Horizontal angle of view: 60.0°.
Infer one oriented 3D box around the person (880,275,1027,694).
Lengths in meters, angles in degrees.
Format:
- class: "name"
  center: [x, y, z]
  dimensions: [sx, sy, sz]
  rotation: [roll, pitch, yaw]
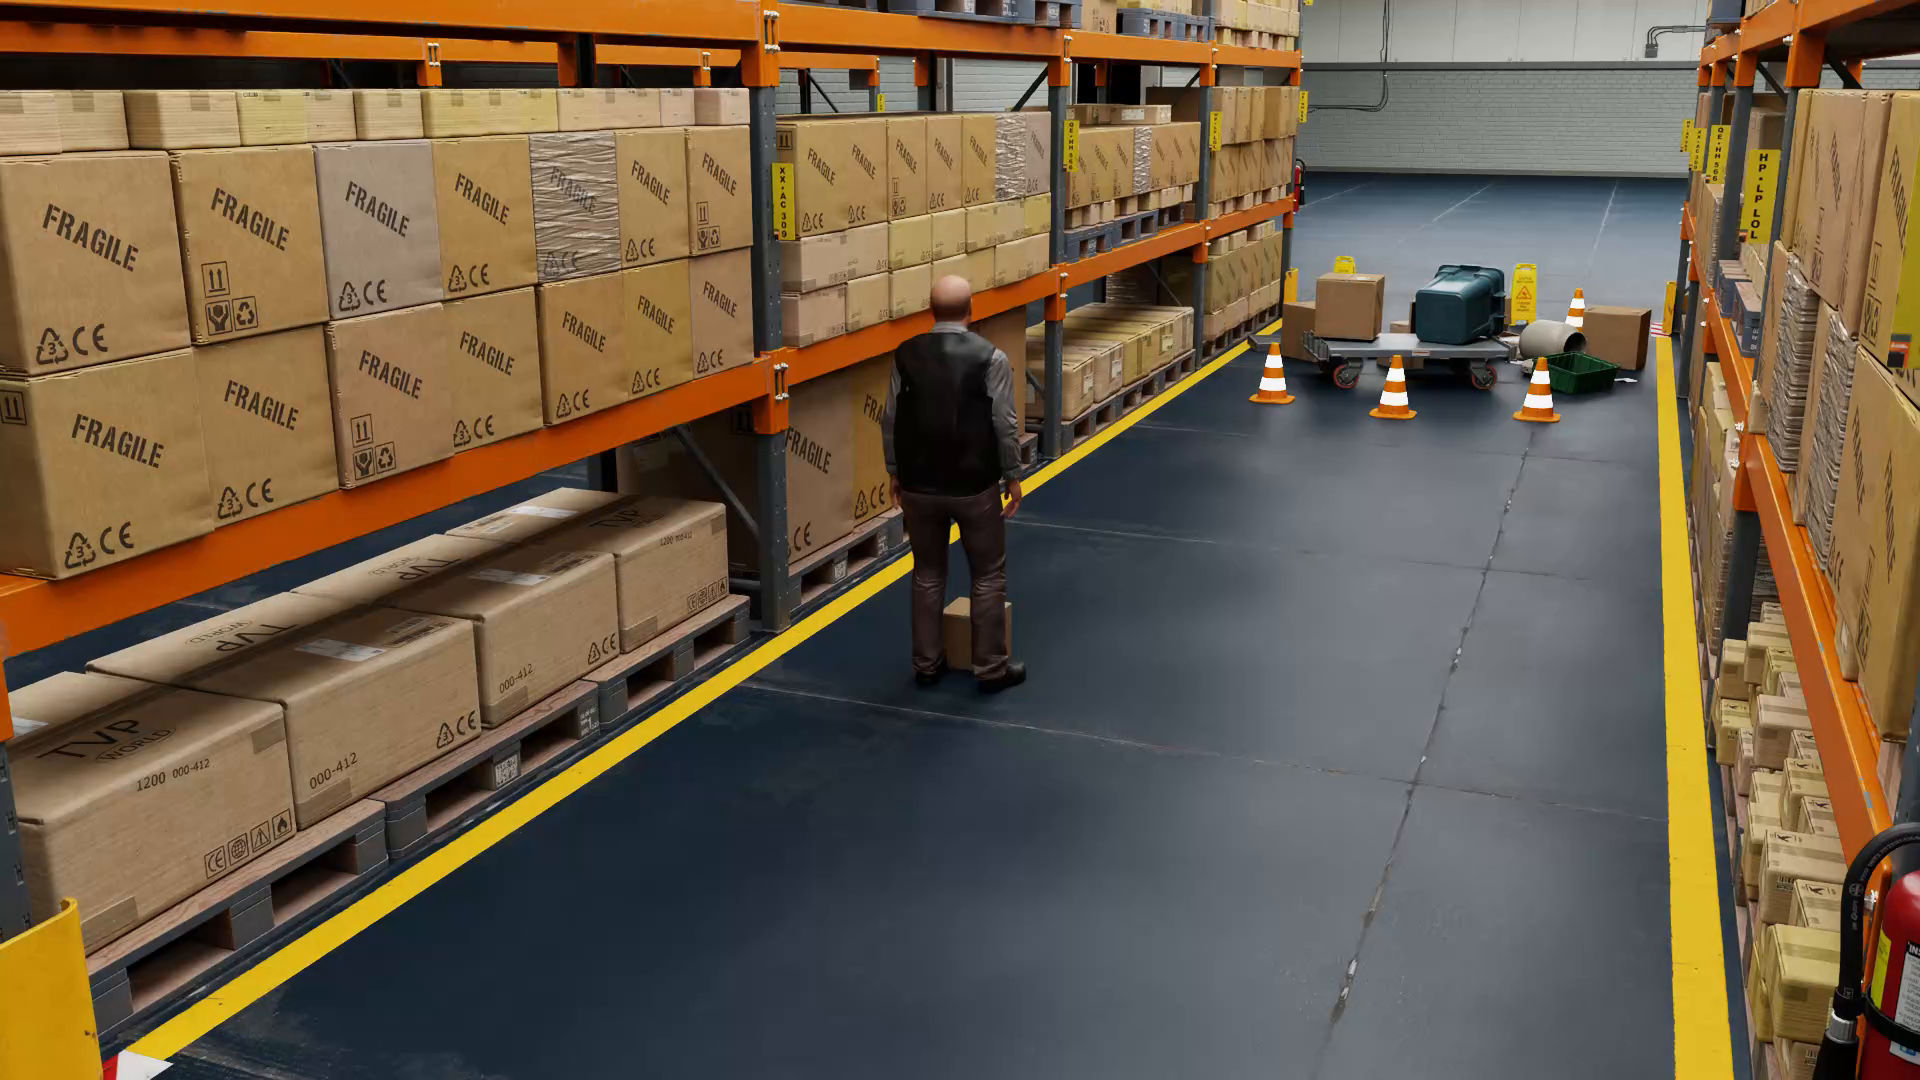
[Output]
- class: "person"
  center: [-0.027, -0.230, 6.906]
  dimensions: [0.594, 1.721, 0.374]
  rotation: [5, 16, 18]
